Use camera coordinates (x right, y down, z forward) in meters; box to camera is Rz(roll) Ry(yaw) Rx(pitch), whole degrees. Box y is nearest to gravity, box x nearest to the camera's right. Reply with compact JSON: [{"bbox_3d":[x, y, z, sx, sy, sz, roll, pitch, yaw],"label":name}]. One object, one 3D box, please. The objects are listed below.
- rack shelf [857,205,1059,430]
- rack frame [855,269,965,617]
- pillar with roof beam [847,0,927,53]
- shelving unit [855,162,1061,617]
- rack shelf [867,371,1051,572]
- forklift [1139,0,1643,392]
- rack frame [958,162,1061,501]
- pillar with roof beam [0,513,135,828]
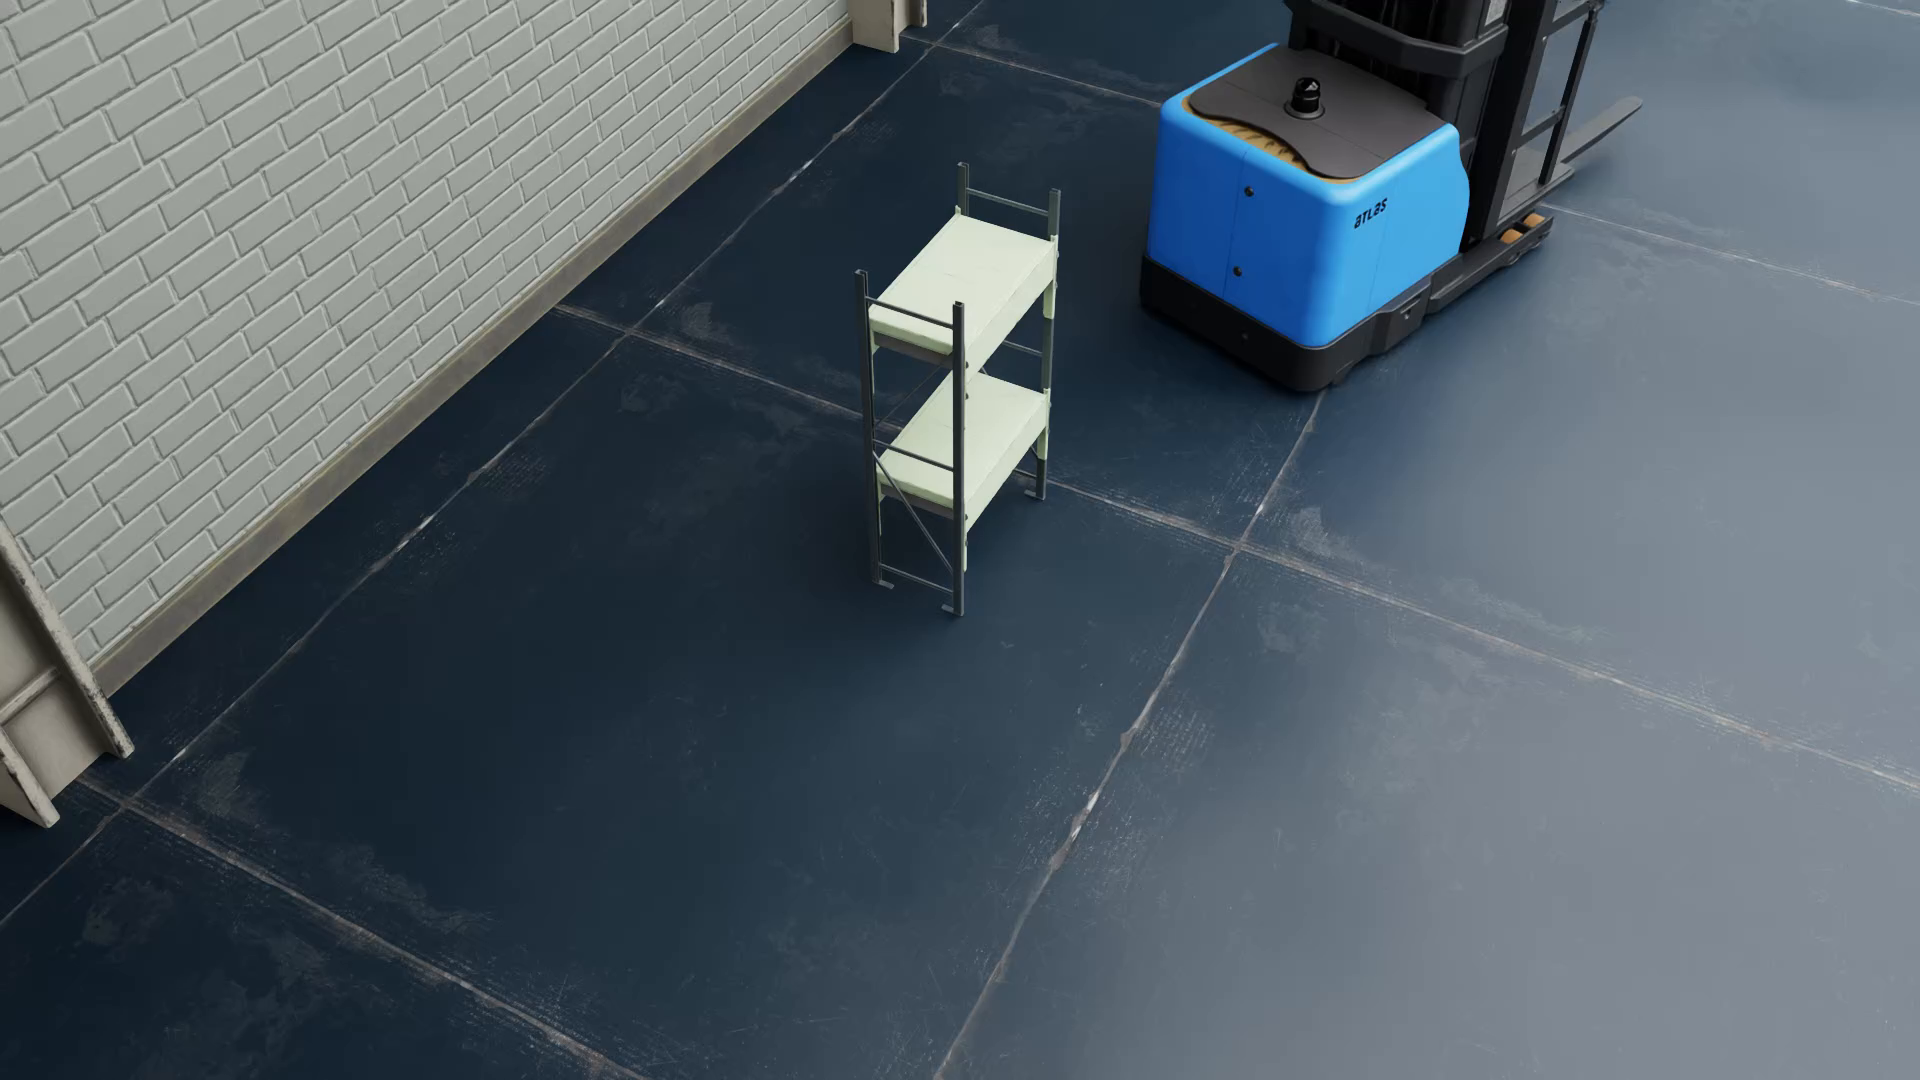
[{"bbox_3d":[0.003,-0.806,5.943,0.431,0.370,0.720,20,49,19],"label":"rack shelf"},{"bbox_3d":[-0.167,-0.301,5.993,0.400,1.500,0.023,20,49,19],"label":"rack frame"},{"bbox_3d":[3.394,-4.696,5.064,9.100,9.000,0.400,20,49,19],"label":"pillar with roof beam"},{"bbox_3d":[0.003,-0.531,6.221,0.431,1.500,0.755,20,49,19],"label":"shelving unit"},{"bbox_3d":[0.003,-0.302,6.453,0.431,0.370,0.720,20,49,19],"label":"rack shelf"},{"bbox_3d":[2.255,-2.609,7.268,3.031,2.935,1.130,-34,54,-29],"label":"forklift"},{"bbox_3d":[0.173,-0.762,6.449,0.400,1.500,0.023,20,49,19],"label":"rack frame"},{"bbox_3d":[0.609,-0.916,1.328,9.100,9.000,0.400,20,49,19],"label":"pillar with roof beam"}]
